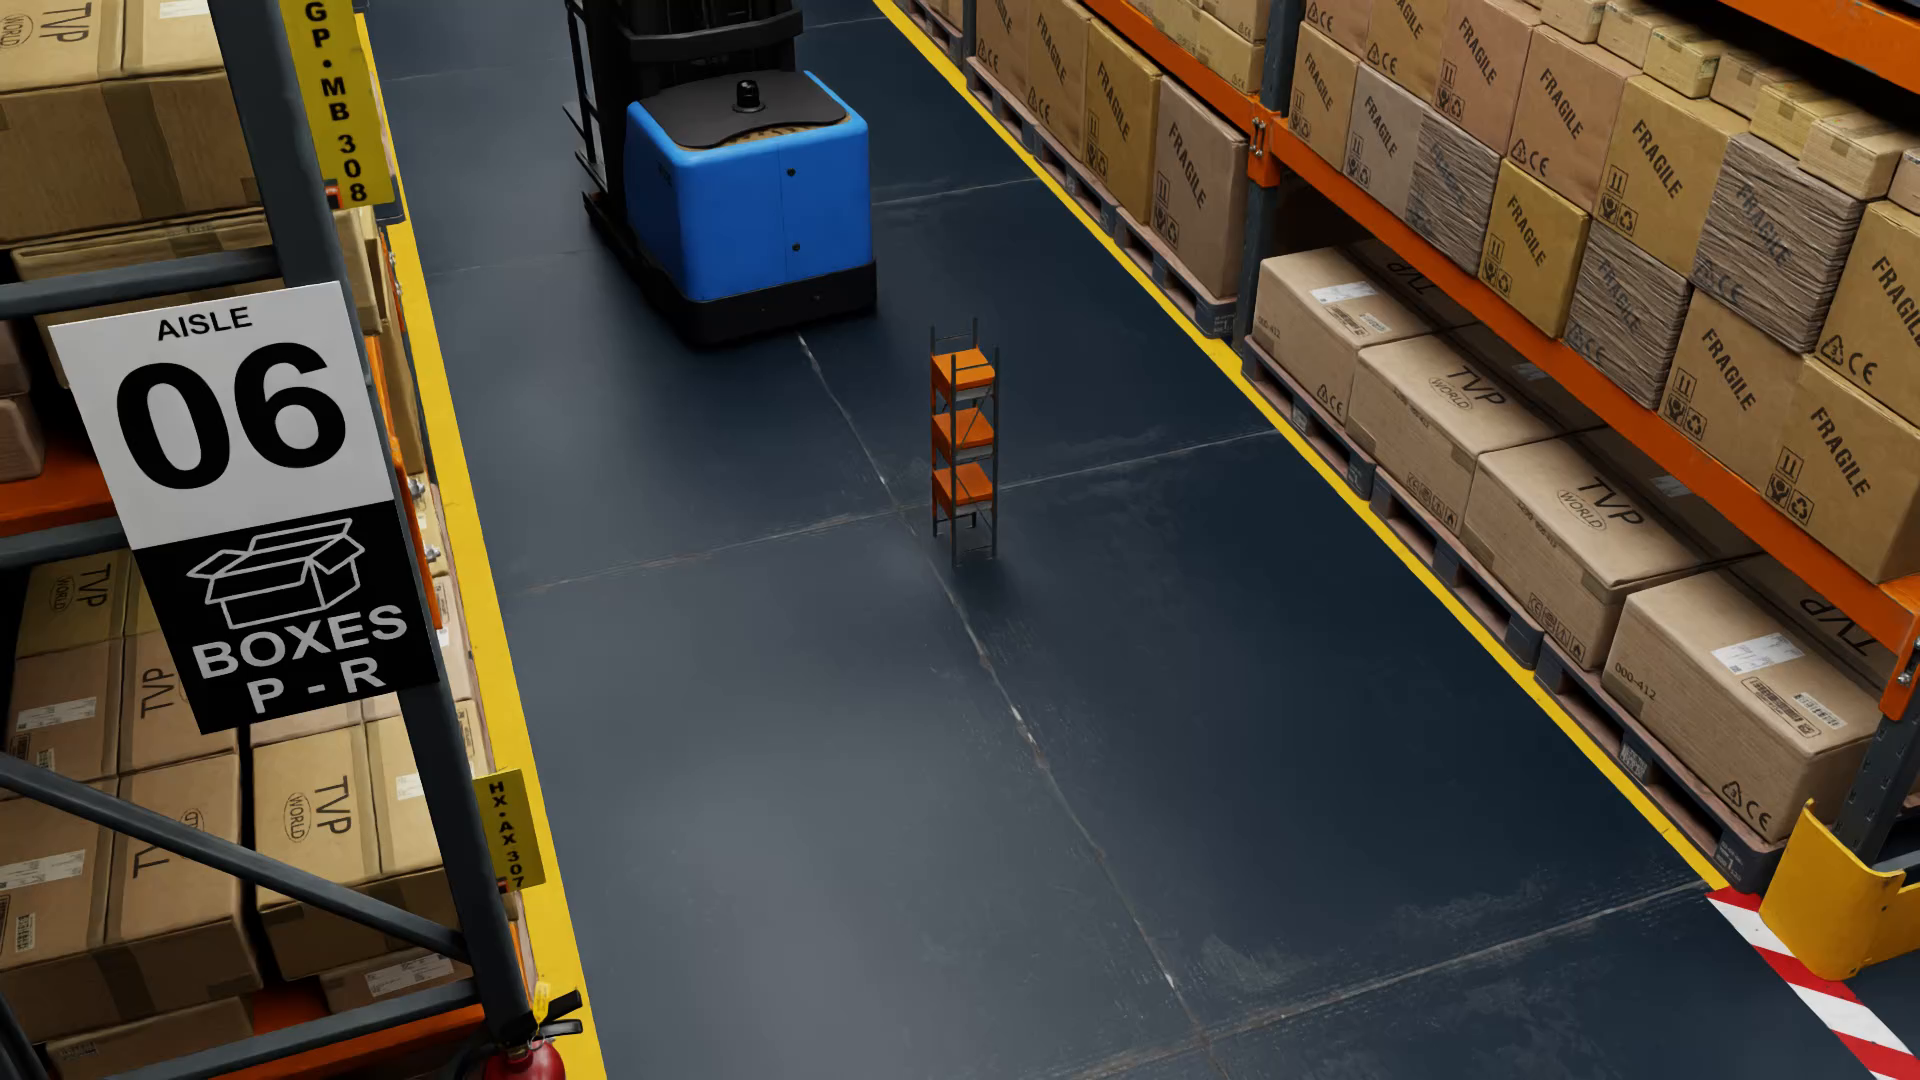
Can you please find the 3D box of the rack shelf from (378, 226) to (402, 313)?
[{"bbox_3d":[-3.462,-2.067,8.099,1.077,0.370,4.000,-12,39,-16],"label":"rack shelf"}]

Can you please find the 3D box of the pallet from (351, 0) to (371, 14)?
[{"bbox_3d":[-3.852,-3.040,8.952,1.213,0.211,1.003,-12,39,-16],"label":"pallet"}]

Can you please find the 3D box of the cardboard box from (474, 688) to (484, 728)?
[{"bbox_3d":[-2.134,0.423,5.924,0.700,0.500,0.500,-14,39,-18],"label":"cardboard box"}]

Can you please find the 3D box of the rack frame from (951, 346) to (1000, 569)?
[{"bbox_3d":[0.060,-0.320,6.803,0.200,1.050,0.008,-12,39,-16],"label":"rack frame"}]

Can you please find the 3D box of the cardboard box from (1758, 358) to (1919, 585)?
[{"bbox_3d":[2.847,-0.253,5.009,0.500,0.500,0.500,-12,39,-16],"label":"cardboard box"}]

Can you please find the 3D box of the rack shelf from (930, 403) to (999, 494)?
[{"bbox_3d":[0.018,-0.381,6.900,0.215,0.259,0.240,-12,39,-16],"label":"rack shelf"}]

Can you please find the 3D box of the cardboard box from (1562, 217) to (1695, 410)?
[{"bbox_3d":[2.502,-0.828,5.773,0.500,0.500,0.500,-11,38,-15],"label":"cardboard box"}]

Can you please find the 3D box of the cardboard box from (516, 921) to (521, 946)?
[{"bbox_3d":[-1.777,1.009,5.145,0.700,0.500,0.500,-11,38,-14],"label":"cardboard box"}]

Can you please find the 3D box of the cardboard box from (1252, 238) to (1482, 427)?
[{"bbox_3d":[2.000,-1.022,7.894,0.875,0.438,0.875,-13,39,-17],"label":"cardboard box"}]

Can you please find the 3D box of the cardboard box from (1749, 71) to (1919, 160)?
[{"bbox_3d":[2.624,-1.272,4.993,0.380,0.149,0.250,-12,39,-15],"label":"cardboard box"}]

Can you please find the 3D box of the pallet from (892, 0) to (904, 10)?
[{"bbox_3d":[-0.175,-4.530,13.089,1.003,0.211,1.213,-12,39,-16],"label":"pallet"}]

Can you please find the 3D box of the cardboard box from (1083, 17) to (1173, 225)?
[{"bbox_3d":[1.278,-2.416,9.381,0.875,0.875,0.875,-11,38,-15],"label":"cardboard box"}]

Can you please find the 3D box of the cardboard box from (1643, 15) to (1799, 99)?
[{"bbox_3d":[2.459,-1.564,5.380,0.380,0.149,0.250,-12,38,-15],"label":"cardboard box"}]

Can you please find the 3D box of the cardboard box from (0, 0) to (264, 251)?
[{"bbox_3d":[-1.315,-0.725,2.688,0.500,0.250,0.500,-13,39,-16],"label":"cardboard box"}]

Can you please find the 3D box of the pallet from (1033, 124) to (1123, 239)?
[{"bbox_3d":[1.125,-2.252,10.064,1.003,0.211,1.213,-12,39,-16],"label":"pallet"}]

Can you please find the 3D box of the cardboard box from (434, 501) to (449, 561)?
[{"bbox_3d":[-2.307,0.000,6.777,0.380,0.149,0.250,-14,39,-17],"label":"cardboard box"}]

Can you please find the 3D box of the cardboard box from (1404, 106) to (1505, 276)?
[{"bbox_3d":[2.135,-1.408,6.543,0.500,0.500,0.500,-12,39,-16],"label":"cardboard box"}]

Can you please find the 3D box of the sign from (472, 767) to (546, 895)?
[{"bbox_3d":[-0.888,0.576,3.272,0.100,0.325,0.005,-12,39,-16],"label":"sign"}]

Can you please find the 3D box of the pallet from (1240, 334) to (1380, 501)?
[{"bbox_3d":[2.073,-0.695,7.997,1.003,0.211,1.213,-12,39,-16],"label":"pallet"}]

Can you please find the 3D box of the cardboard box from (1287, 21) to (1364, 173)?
[{"bbox_3d":[1.801,-1.975,7.296,0.500,0.500,0.500,-11,38,-14],"label":"cardboard box"}]

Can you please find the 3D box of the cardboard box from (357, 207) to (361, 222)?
[{"bbox_3d":[-1.465,-0.745,3.461,0.380,0.149,0.250,-12,39,-15],"label":"cardboard box"}]

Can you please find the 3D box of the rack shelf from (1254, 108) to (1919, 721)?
[{"bbox_3d":[2.573,-0.838,6.467,1.077,0.370,4.000,-12,39,-16],"label":"rack shelf"}]

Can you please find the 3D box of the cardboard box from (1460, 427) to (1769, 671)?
[{"bbox_3d":[2.618,-0.007,6.546,0.875,0.438,0.875,-11,38,-15],"label":"cardboard box"}]

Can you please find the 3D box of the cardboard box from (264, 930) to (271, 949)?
[{"bbox_3d":[-1.793,0.847,3.841,0.380,0.149,0.250,-11,38,-15],"label":"cardboard box"}]

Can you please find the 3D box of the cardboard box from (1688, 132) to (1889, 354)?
[{"bbox_3d":[2.665,-0.947,5.099,0.500,0.500,0.500,-12,39,-16],"label":"cardboard box"}]

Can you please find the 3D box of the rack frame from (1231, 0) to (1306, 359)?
[{"bbox_3d":[1.885,-2.255,7.750,1.000,3.000,0.127,-12,39,-16],"label":"rack frame"}]

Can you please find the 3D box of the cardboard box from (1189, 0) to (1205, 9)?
[{"bbox_3d":[1.326,-2.874,8.282,0.500,0.250,0.500,-12,38,-15],"label":"cardboard box"}]

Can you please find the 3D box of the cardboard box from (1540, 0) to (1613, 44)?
[{"bbox_3d":[2.256,-1.857,5.769,0.380,0.149,0.250,-12,39,-16],"label":"cardboard box"}]

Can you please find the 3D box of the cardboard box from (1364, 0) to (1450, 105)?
[{"bbox_3d":[1.989,-2.088,6.615,0.500,0.500,0.500,-13,39,-17],"label":"cardboard box"}]

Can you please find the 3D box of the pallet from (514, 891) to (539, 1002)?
[{"bbox_3d":[-1.699,1.656,4.877,1.003,0.211,1.213,-12,39,-16],"label":"pallet"}]

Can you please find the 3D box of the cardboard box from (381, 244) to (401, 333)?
[{"bbox_3d":[-2.184,-0.767,5.652,0.500,0.250,0.500,-12,39,-16],"label":"cardboard box"}]

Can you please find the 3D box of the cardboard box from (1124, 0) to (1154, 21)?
[{"bbox_3d":[1.164,-2.973,8.828,0.500,0.250,0.500,-13,39,-17],"label":"cardboard box"}]

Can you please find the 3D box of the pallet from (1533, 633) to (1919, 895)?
[{"bbox_3d":[2.913,0.683,6.168,1.003,0.211,1.213,-12,39,-16],"label":"pallet"}]

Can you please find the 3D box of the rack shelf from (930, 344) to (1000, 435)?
[{"bbox_3d":[0.018,-0.607,6.730,0.215,0.259,0.240,-12,39,-16],"label":"rack shelf"}]

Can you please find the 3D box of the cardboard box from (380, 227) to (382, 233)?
[{"bbox_3d":[-3.262,-1.590,8.596,0.500,0.500,0.500,-14,39,-18],"label":"cardboard box"}]

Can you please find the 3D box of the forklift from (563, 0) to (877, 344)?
[{"bbox_3d":[-1.547,-3.044,8.855,1.130,2.935,3.031,-17,40,-21],"label":"forklift"}]

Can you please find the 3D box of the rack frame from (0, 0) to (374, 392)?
[{"bbox_3d":[-1.398,-1.362,1.578,1.000,3.000,0.127,-12,39,-16],"label":"rack frame"}]

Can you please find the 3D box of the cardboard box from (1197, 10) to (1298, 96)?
[{"bbox_3d":[1.494,-2.396,8.063,0.500,0.250,0.500,-13,39,-17],"label":"cardboard box"}]

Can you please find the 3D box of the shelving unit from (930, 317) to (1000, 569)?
[{"bbox_3d":[0.018,-0.389,6.894,0.215,1.050,0.252,-12,39,-16],"label":"shelving unit"}]

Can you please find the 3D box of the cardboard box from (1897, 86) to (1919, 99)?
[{"bbox_3d":[3.153,-1.400,5.162,0.380,0.149,0.250,-14,39,-17],"label":"cardboard box"}]

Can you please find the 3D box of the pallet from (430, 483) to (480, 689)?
[{"bbox_3d":[-2.539,0.277,6.707,1.003,0.211,1.213,-12,39,-16],"label":"pallet"}]

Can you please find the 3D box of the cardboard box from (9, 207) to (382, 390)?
[{"bbox_3d":[-1.294,-0.530,2.844,0.500,0.250,0.500,-13,39,-16],"label":"cardboard box"}]

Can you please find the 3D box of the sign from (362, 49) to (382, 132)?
[{"bbox_3d":[-2.267,-1.687,6.278,0.100,0.325,0.005,-12,39,-16],"label":"sign"}]

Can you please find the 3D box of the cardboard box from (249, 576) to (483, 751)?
[{"bbox_3d":[-1.475,0.379,4.131,0.500,0.250,0.500,-12,39,-15],"label":"cardboard box"}]

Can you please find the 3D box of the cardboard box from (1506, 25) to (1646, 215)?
[{"bbox_3d":[2.326,-1.511,5.849,0.500,0.500,0.500,-13,39,-16],"label":"cardboard box"}]

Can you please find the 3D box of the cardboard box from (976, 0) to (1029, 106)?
[{"bbox_3d":[0.668,-3.426,10.722,0.875,0.875,0.875,-13,39,-16],"label":"cardboard box"}]

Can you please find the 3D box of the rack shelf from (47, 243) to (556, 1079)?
[{"bbox_3d":[-2.086,0.192,5.100,1.077,0.370,4.000,-12,39,-16],"label":"rack shelf"}]

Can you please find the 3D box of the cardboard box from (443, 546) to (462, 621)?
[{"bbox_3d":[-1.650,0.154,4.761,0.380,0.149,0.250,-14,39,-17],"label":"cardboard box"}]

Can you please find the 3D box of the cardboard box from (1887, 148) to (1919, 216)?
[{"bbox_3d":[2.840,-0.993,4.622,0.380,0.149,0.250,-12,39,-15],"label":"cardboard box"}]

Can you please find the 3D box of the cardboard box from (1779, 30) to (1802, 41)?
[{"bbox_3d":[2.967,-1.687,5.544,0.380,0.149,0.250,-12,39,-16],"label":"cardboard box"}]

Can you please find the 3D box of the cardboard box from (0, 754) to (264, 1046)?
[{"bbox_3d":[-1.805,0.771,3.611,0.500,0.250,0.500,-11,38,-15],"label":"cardboard box"}]

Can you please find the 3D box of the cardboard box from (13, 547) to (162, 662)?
[{"bbox_3d":[-2.148,0.199,4.371,0.500,0.250,0.500,-11,38,-15],"label":"cardboard box"}]

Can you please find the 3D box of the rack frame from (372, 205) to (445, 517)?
[{"bbox_3d":[-2.774,-1.225,6.383,1.000,3.000,0.127,-12,39,-16],"label":"rack frame"}]
